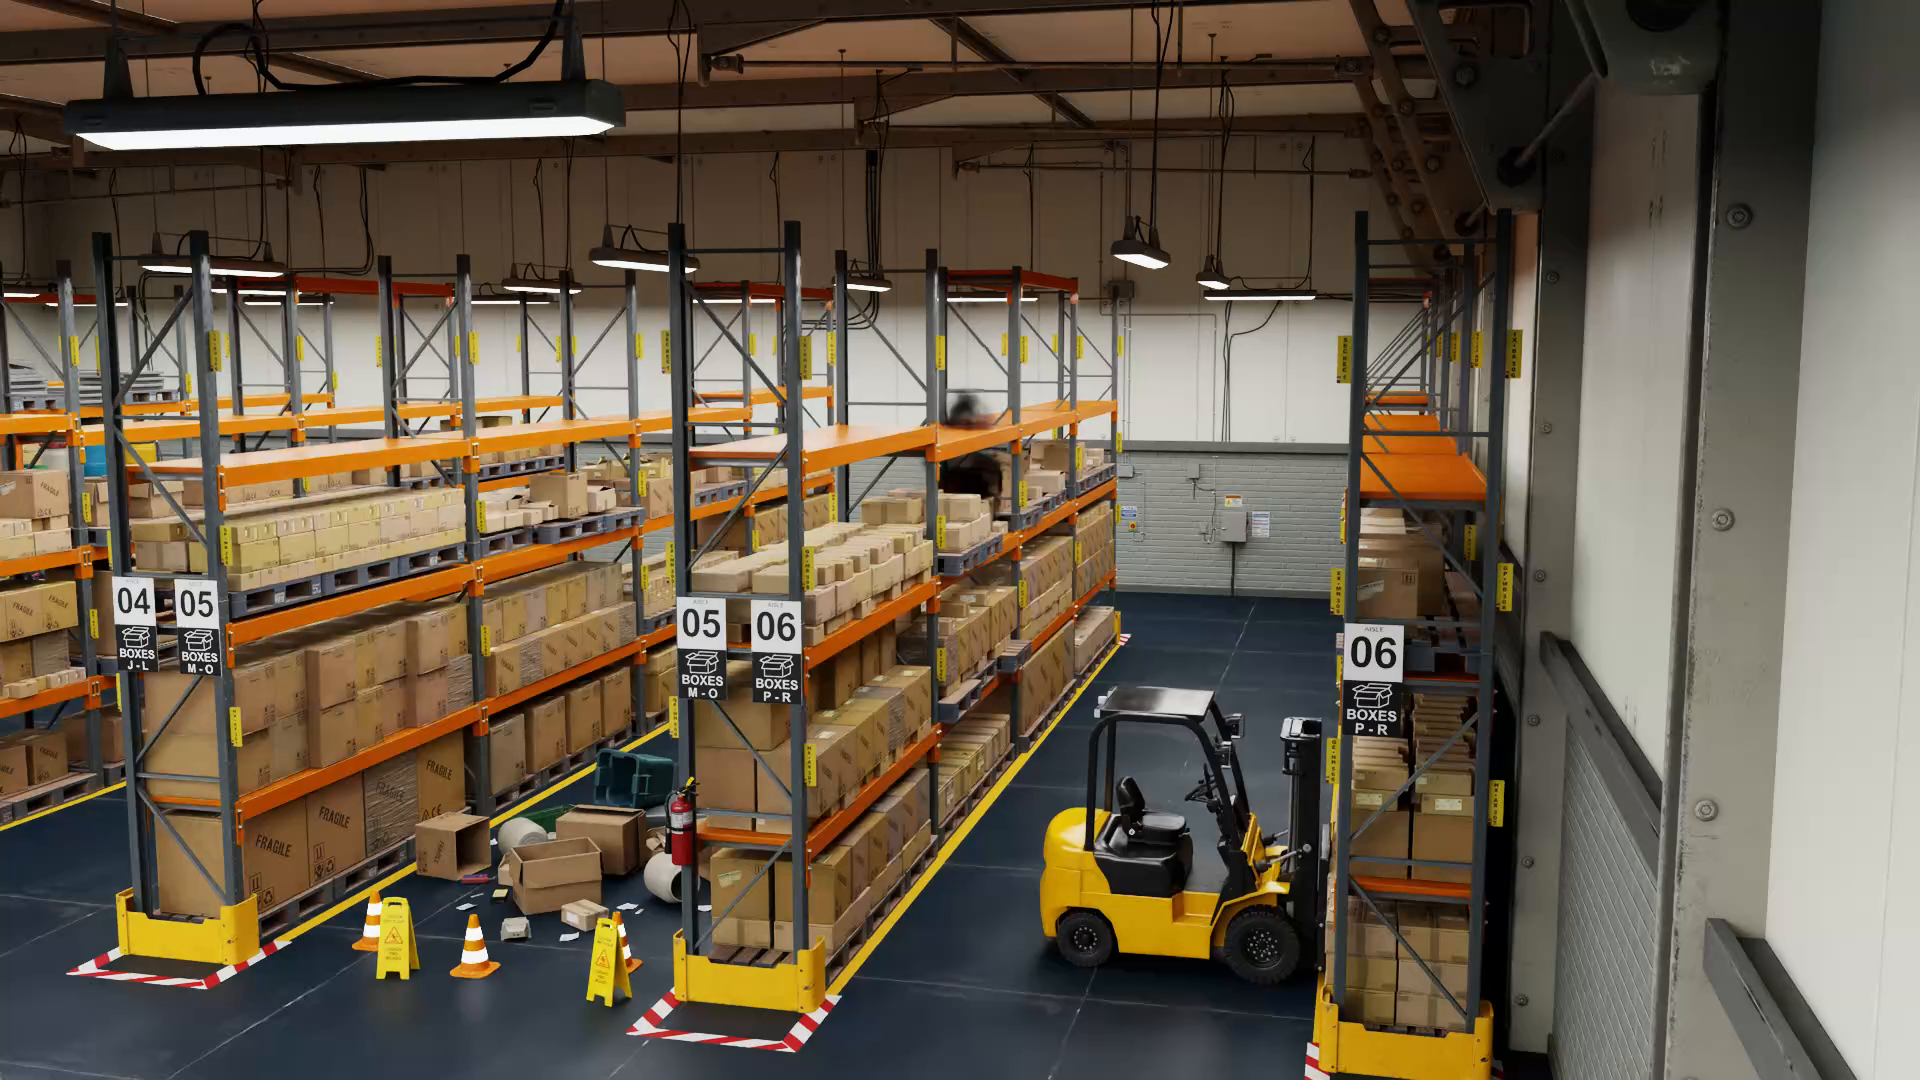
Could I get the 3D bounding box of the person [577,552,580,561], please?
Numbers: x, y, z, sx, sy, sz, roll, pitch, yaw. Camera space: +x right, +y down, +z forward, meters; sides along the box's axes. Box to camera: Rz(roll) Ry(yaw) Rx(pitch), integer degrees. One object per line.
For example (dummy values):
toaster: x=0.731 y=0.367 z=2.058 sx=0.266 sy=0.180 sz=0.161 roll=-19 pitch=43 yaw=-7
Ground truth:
person: x=-6.427 y=0.983 z=27.841 sx=0.517 sy=1.609 sz=0.754 roll=2 pitch=7 yaw=15
